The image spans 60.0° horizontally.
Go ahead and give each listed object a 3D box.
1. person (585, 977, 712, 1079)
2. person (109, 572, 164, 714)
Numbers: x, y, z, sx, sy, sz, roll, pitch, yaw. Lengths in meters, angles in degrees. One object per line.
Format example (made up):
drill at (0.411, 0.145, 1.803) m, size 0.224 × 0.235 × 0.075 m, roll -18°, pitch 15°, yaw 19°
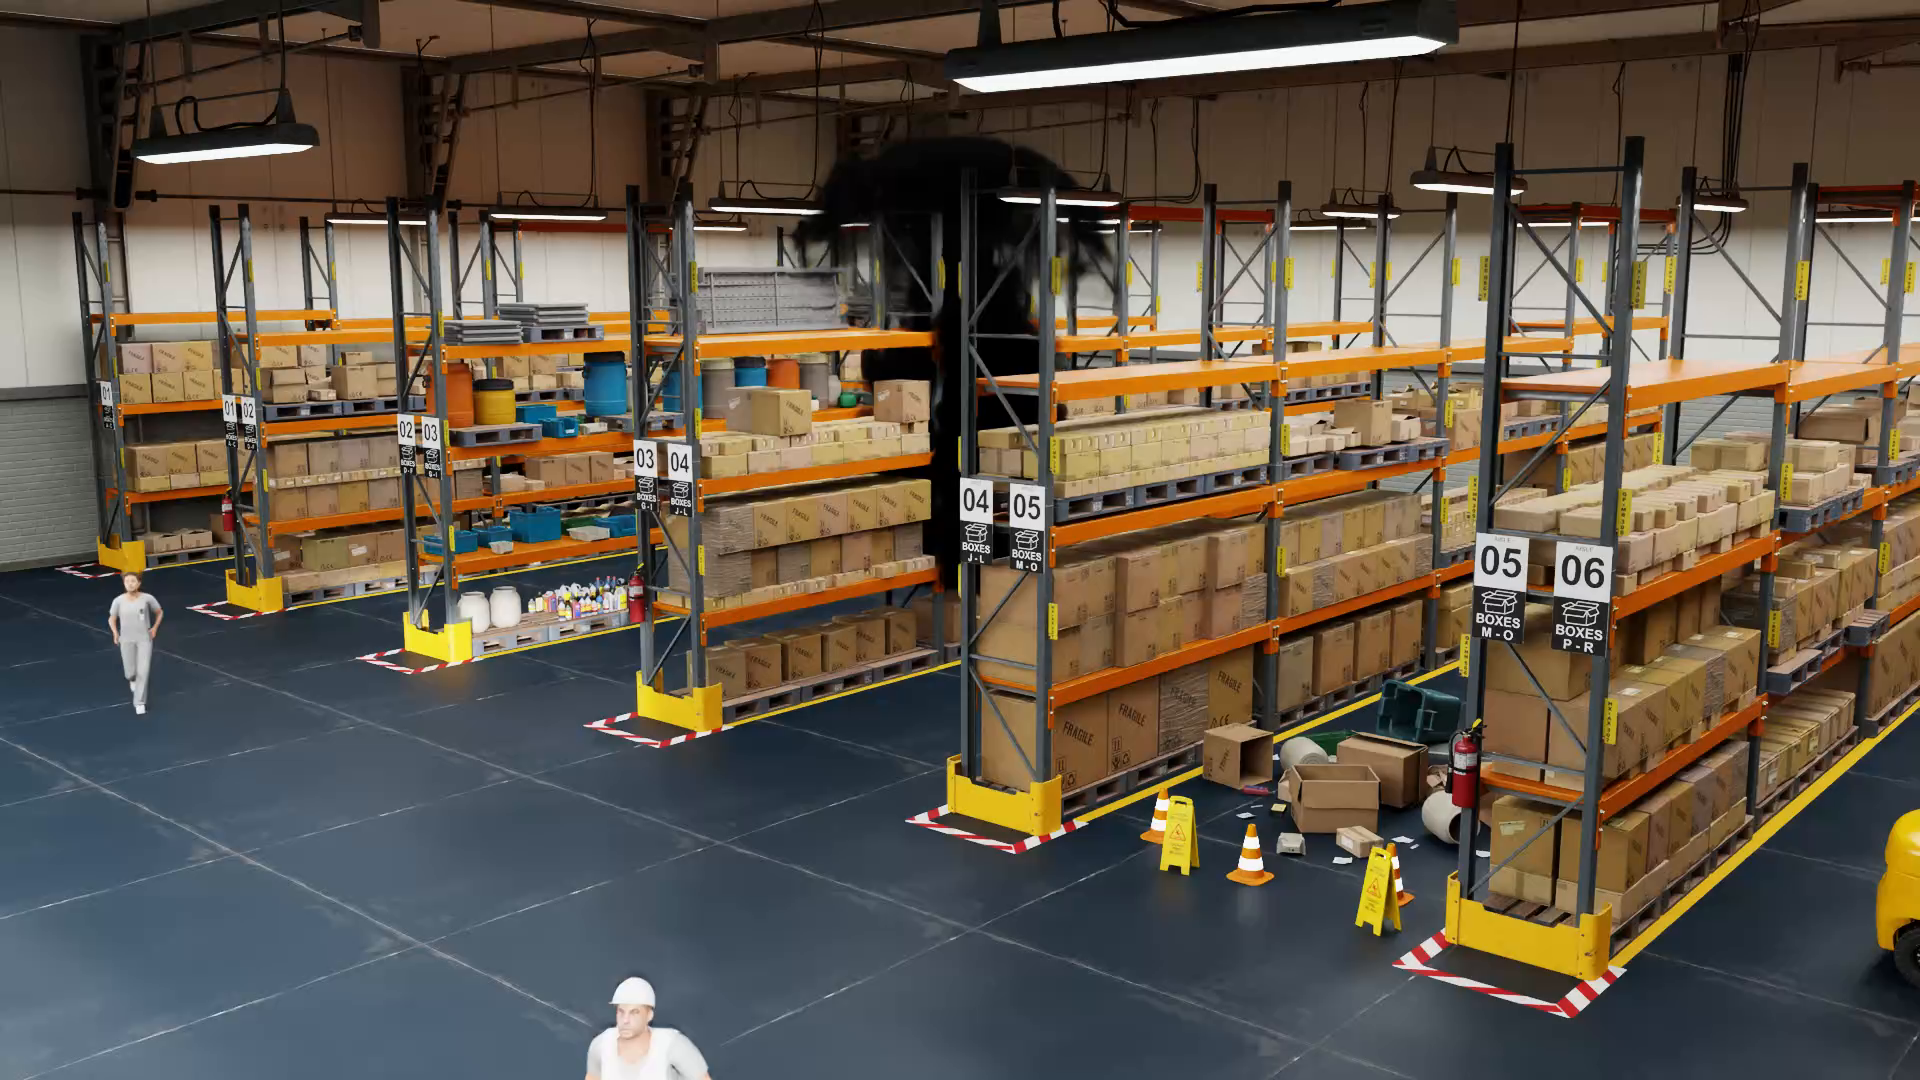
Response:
person at (-1.529, 2.975, 8.142) m, size 0.646 × 1.779 × 0.816 m, roll 0°, pitch 9°, yaw 1°
person at (-9.609, 1.168, 19.440) m, size 0.580 × 1.627 × 0.684 m, roll -4°, pitch 10°, yaw -22°
